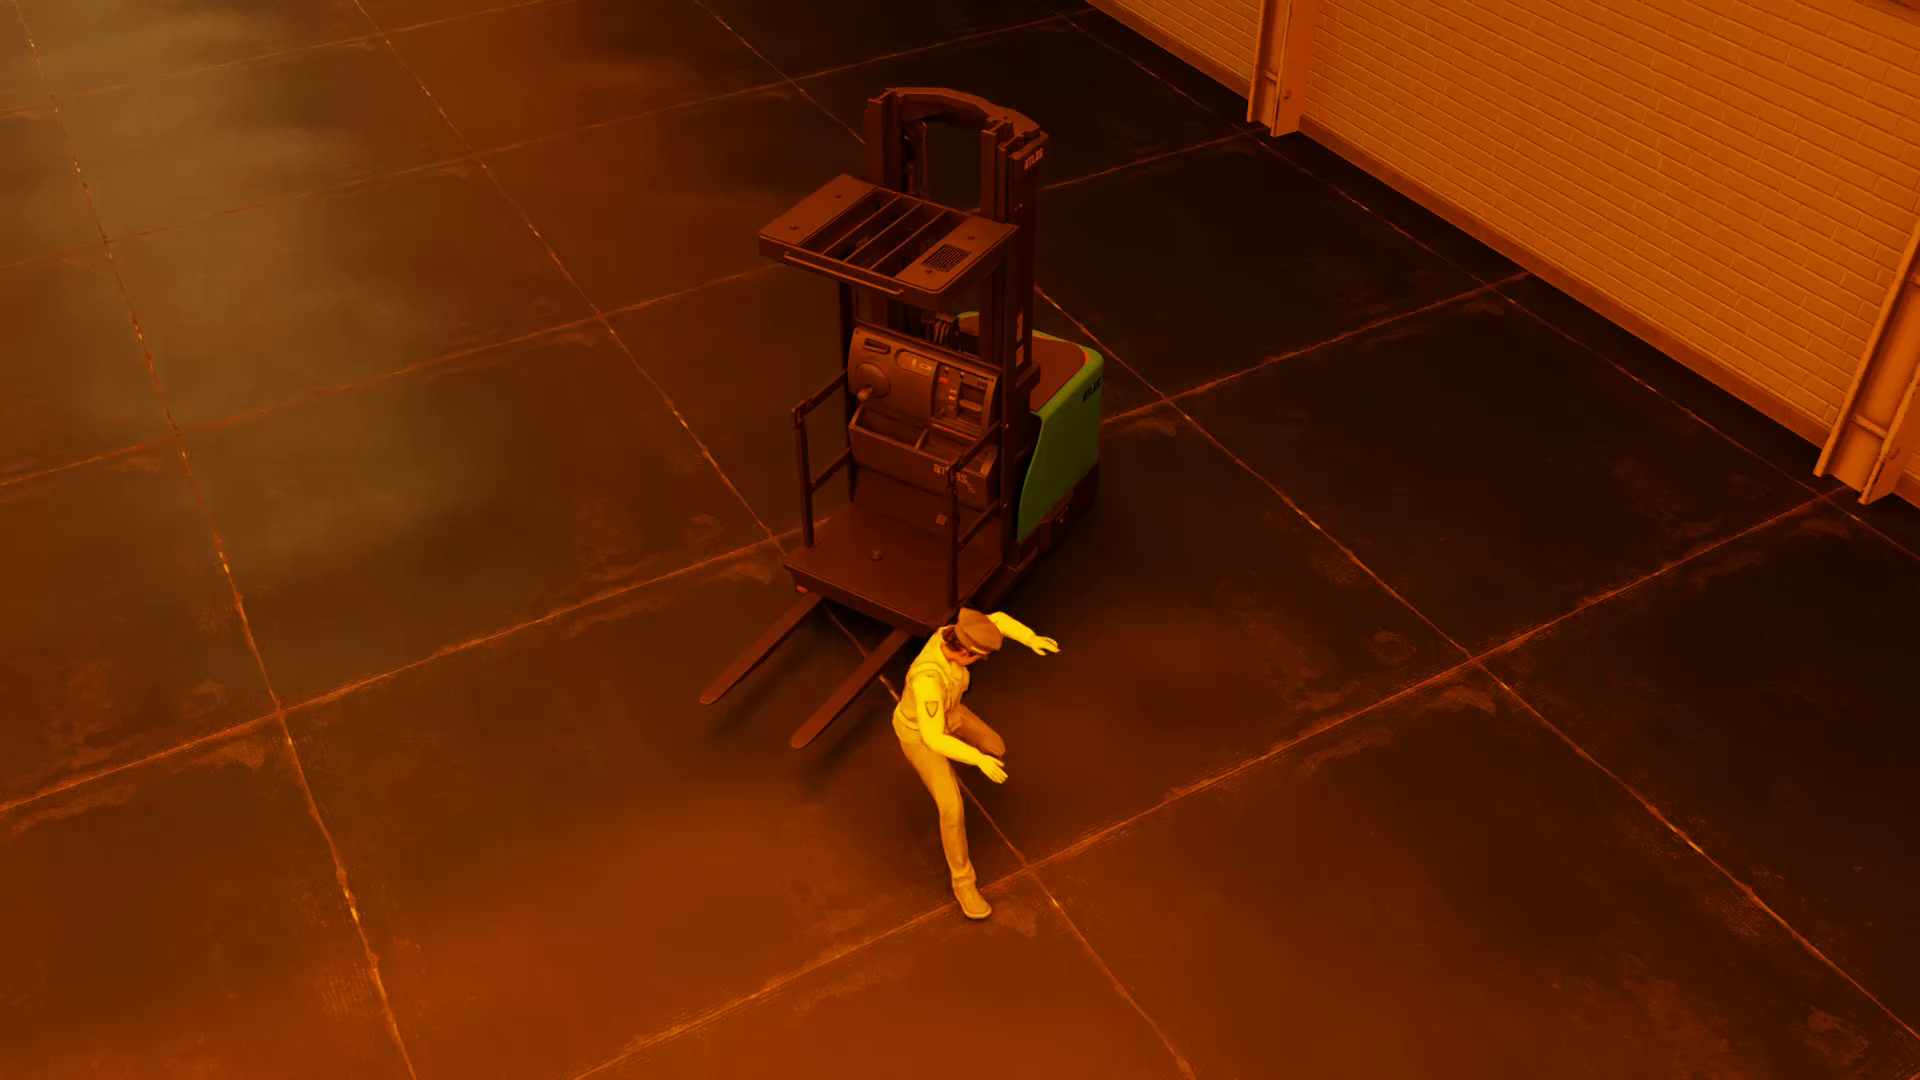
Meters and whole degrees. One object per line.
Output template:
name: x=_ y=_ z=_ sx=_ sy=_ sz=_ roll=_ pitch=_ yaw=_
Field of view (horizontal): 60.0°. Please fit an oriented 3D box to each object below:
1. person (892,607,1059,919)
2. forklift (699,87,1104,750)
person: x=0.059 y=0.971 z=8.116 sx=0.871 sy=1.381 sz=1.003 roll=25 pitch=46 yaw=27
forklift: x=-0.323 y=-0.797 z=8.997 sx=1.130 sy=2.935 sz=3.031 roll=22 pitch=44 yaw=24
